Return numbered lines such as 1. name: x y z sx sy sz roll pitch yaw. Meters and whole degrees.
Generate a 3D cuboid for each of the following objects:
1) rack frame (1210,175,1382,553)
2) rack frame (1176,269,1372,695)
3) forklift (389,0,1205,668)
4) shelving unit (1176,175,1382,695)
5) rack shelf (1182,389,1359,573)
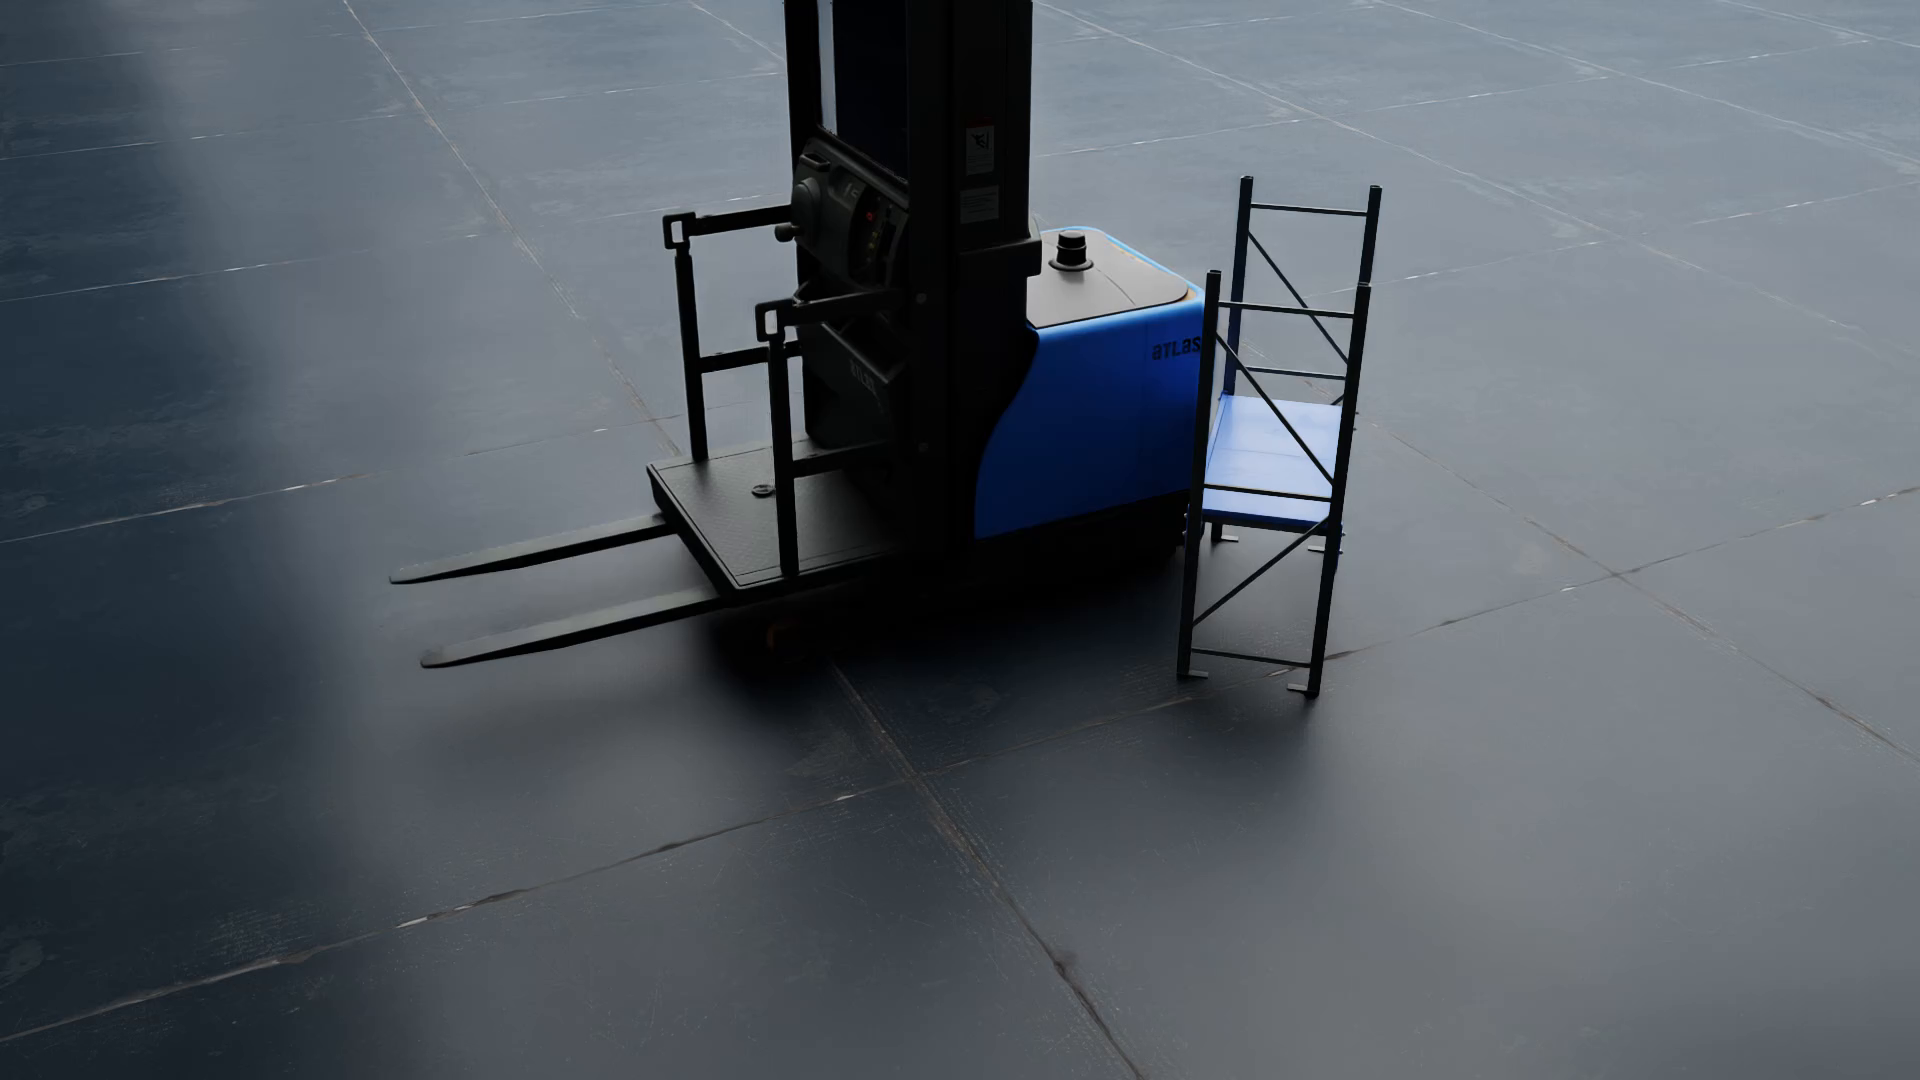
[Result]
1. rack frame: 1.264 -0.635 6.350 0.500 1.500 0.032 7 30 12
2. rack frame: 1.013 -0.154 5.490 0.500 1.500 0.032 7 30 12
3. forklift: -0.577 -1.132 5.773 3.031 2.935 1.130 -13 32 -23
4. shelving unit: 1.138 -0.394 5.920 0.538 1.500 1.048 7 30 12
5. rack shelf: 1.138 -0.238 6.008 0.538 0.185 1.000 7 30 12
